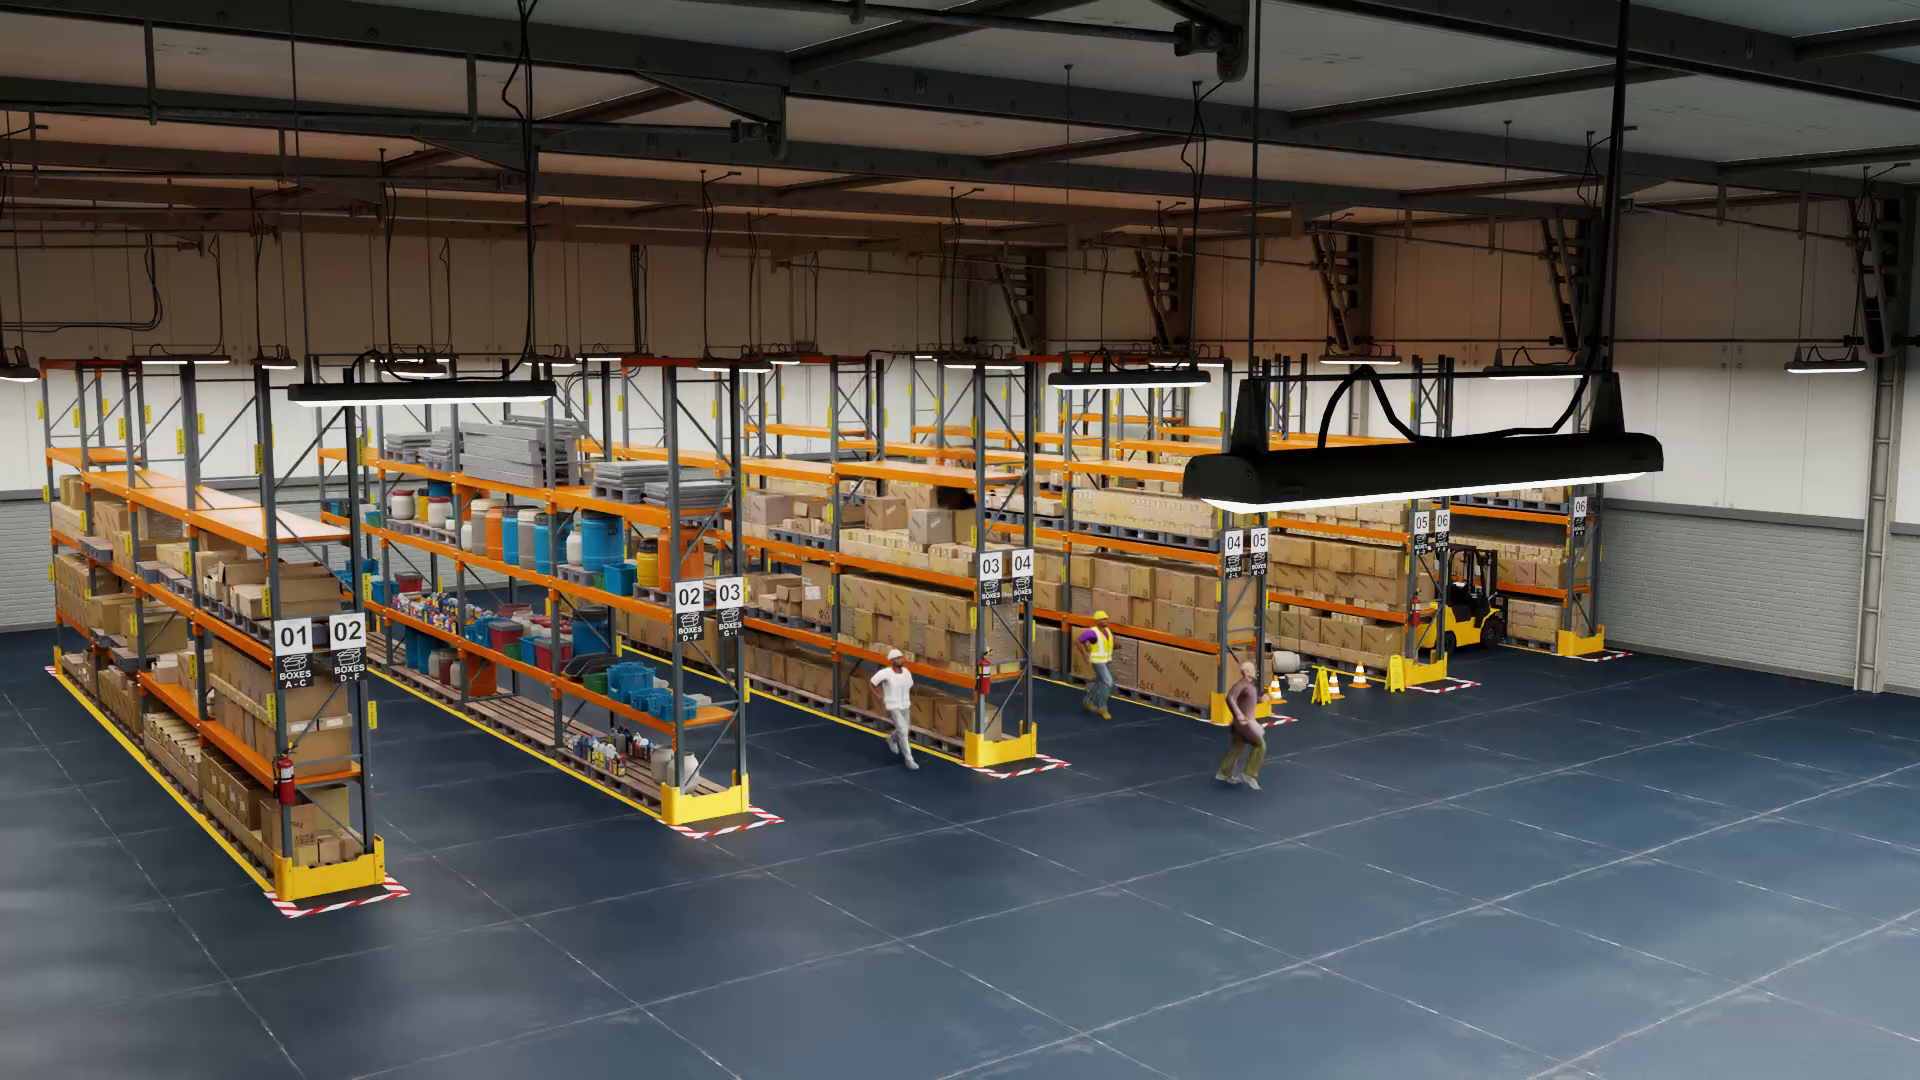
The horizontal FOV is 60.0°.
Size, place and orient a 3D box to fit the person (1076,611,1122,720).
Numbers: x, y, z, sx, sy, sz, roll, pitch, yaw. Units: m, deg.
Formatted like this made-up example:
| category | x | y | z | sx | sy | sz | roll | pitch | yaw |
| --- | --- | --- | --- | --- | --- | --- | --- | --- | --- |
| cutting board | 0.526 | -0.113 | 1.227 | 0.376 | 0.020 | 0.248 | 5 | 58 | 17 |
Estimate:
| category | x | y | z | sx | sy | sz | roll | pitch | yaw |
| --- | --- | --- | --- | --- | --- | --- | --- | --- | --- |
| person | 2.371 | 2.099 | 28.019 | 0.770 | 1.831 | 0.678 | 5 | 9 | 37 |

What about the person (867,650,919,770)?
| category | x | y | z | sx | sy | sz | roll | pitch | yaw |
| --- | --- | --- | --- | --- | --- | --- | --- | --- | --- |
| person | -0.886 | 2.499 | 24.768 | 0.715 | 1.714 | 0.958 | -6 | 9 | -40 |

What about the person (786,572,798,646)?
| category | x | y | z | sx | sy | sz | roll | pitch | yaw |
| --- | --- | --- | --- | --- | --- | --- | --- | --- | --- |
| person | -3.397 | 1.476 | 33.549 | 0.588 | 1.686 | 0.653 | -5 | 8 | -34 |

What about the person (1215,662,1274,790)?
| category | x | y | z | sx | sy | sz | roll | pitch | yaw |
| --- | --- | --- | --- | --- | --- | --- | --- | --- | --- |
| person | 4.046 | 2.640 | 23.628 | 0.825 | 1.847 | 0.666 | 0 | 7 | 4 |
